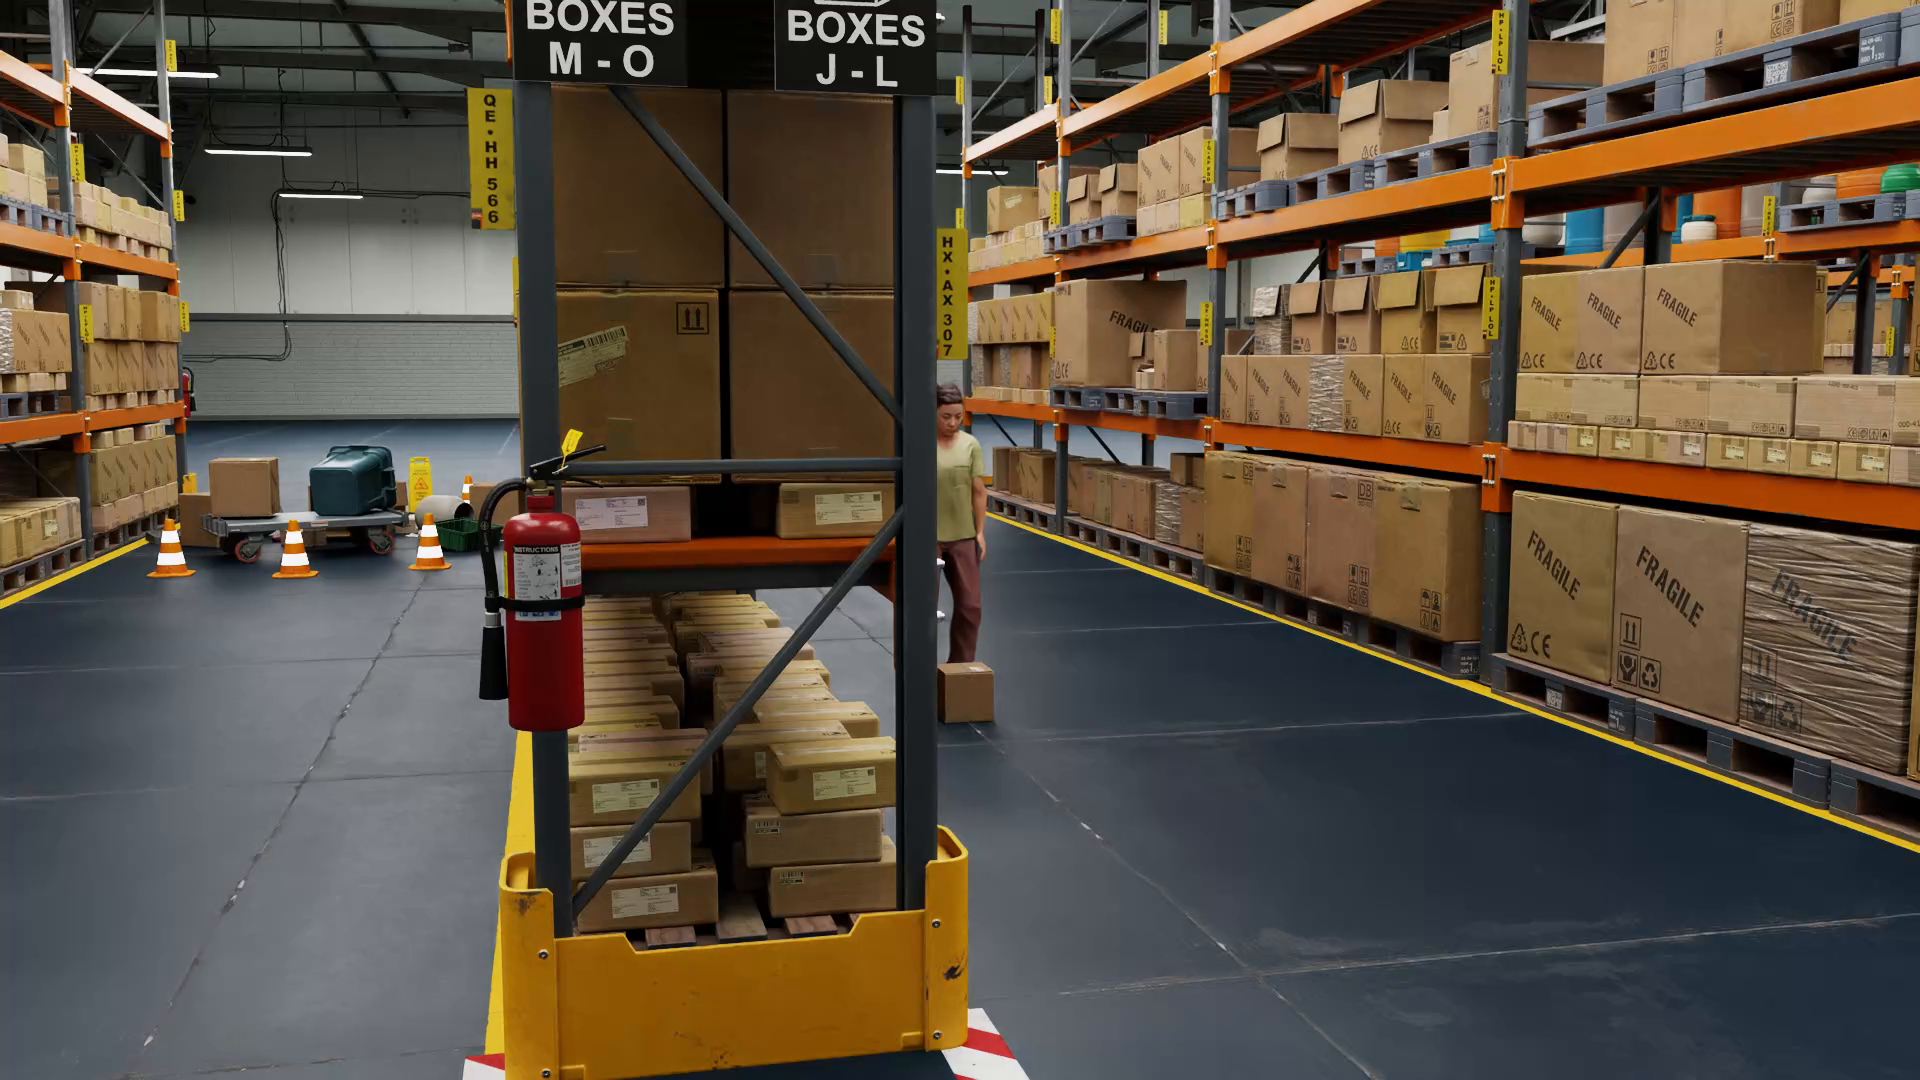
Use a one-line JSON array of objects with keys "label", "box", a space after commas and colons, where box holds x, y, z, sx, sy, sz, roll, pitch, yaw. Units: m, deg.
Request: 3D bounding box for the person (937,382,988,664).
[{"label": "person", "box": [-0.076, 0.011, 8.646, 0.455, 1.661, 0.356, -1, 6, -12]}]
